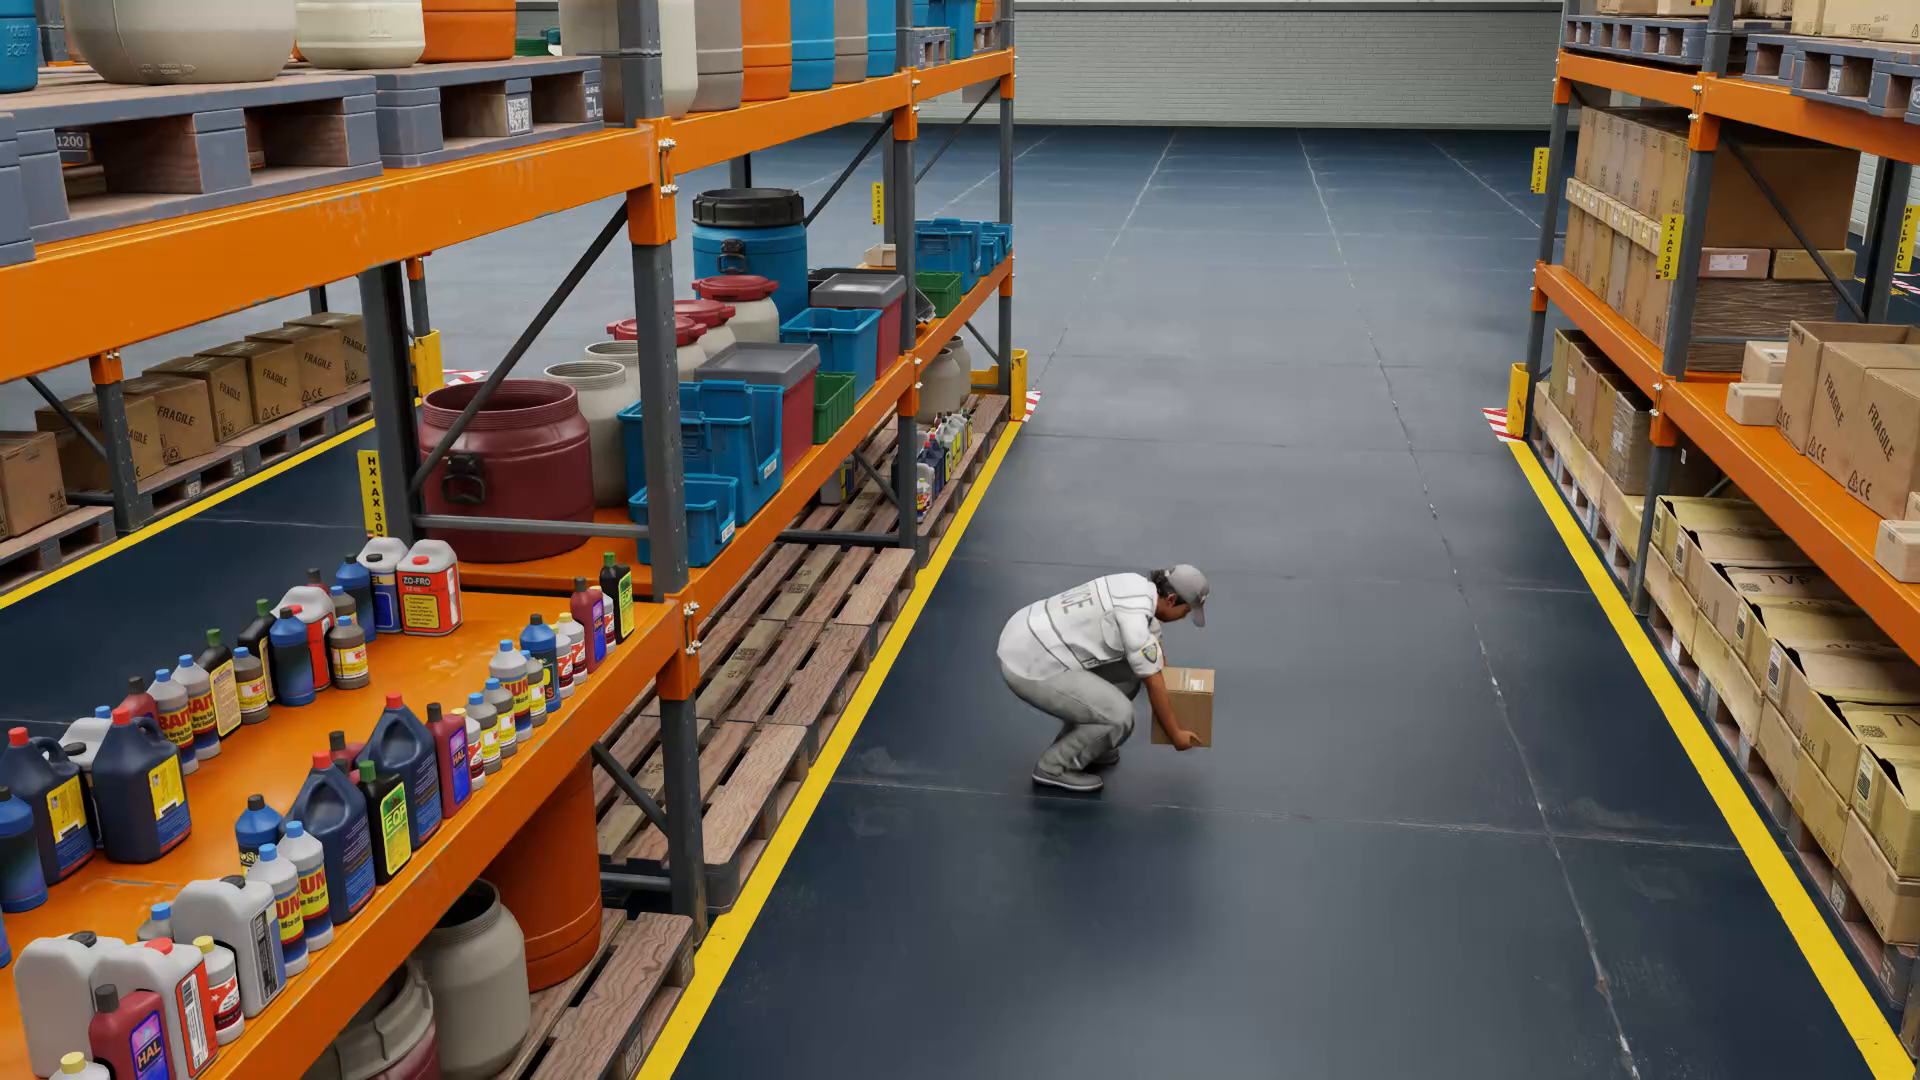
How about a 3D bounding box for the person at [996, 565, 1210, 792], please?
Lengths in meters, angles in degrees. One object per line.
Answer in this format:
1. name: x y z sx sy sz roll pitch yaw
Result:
1. person: 0.597 0.557 7.017 0.877 0.947 0.499 2 18 7
